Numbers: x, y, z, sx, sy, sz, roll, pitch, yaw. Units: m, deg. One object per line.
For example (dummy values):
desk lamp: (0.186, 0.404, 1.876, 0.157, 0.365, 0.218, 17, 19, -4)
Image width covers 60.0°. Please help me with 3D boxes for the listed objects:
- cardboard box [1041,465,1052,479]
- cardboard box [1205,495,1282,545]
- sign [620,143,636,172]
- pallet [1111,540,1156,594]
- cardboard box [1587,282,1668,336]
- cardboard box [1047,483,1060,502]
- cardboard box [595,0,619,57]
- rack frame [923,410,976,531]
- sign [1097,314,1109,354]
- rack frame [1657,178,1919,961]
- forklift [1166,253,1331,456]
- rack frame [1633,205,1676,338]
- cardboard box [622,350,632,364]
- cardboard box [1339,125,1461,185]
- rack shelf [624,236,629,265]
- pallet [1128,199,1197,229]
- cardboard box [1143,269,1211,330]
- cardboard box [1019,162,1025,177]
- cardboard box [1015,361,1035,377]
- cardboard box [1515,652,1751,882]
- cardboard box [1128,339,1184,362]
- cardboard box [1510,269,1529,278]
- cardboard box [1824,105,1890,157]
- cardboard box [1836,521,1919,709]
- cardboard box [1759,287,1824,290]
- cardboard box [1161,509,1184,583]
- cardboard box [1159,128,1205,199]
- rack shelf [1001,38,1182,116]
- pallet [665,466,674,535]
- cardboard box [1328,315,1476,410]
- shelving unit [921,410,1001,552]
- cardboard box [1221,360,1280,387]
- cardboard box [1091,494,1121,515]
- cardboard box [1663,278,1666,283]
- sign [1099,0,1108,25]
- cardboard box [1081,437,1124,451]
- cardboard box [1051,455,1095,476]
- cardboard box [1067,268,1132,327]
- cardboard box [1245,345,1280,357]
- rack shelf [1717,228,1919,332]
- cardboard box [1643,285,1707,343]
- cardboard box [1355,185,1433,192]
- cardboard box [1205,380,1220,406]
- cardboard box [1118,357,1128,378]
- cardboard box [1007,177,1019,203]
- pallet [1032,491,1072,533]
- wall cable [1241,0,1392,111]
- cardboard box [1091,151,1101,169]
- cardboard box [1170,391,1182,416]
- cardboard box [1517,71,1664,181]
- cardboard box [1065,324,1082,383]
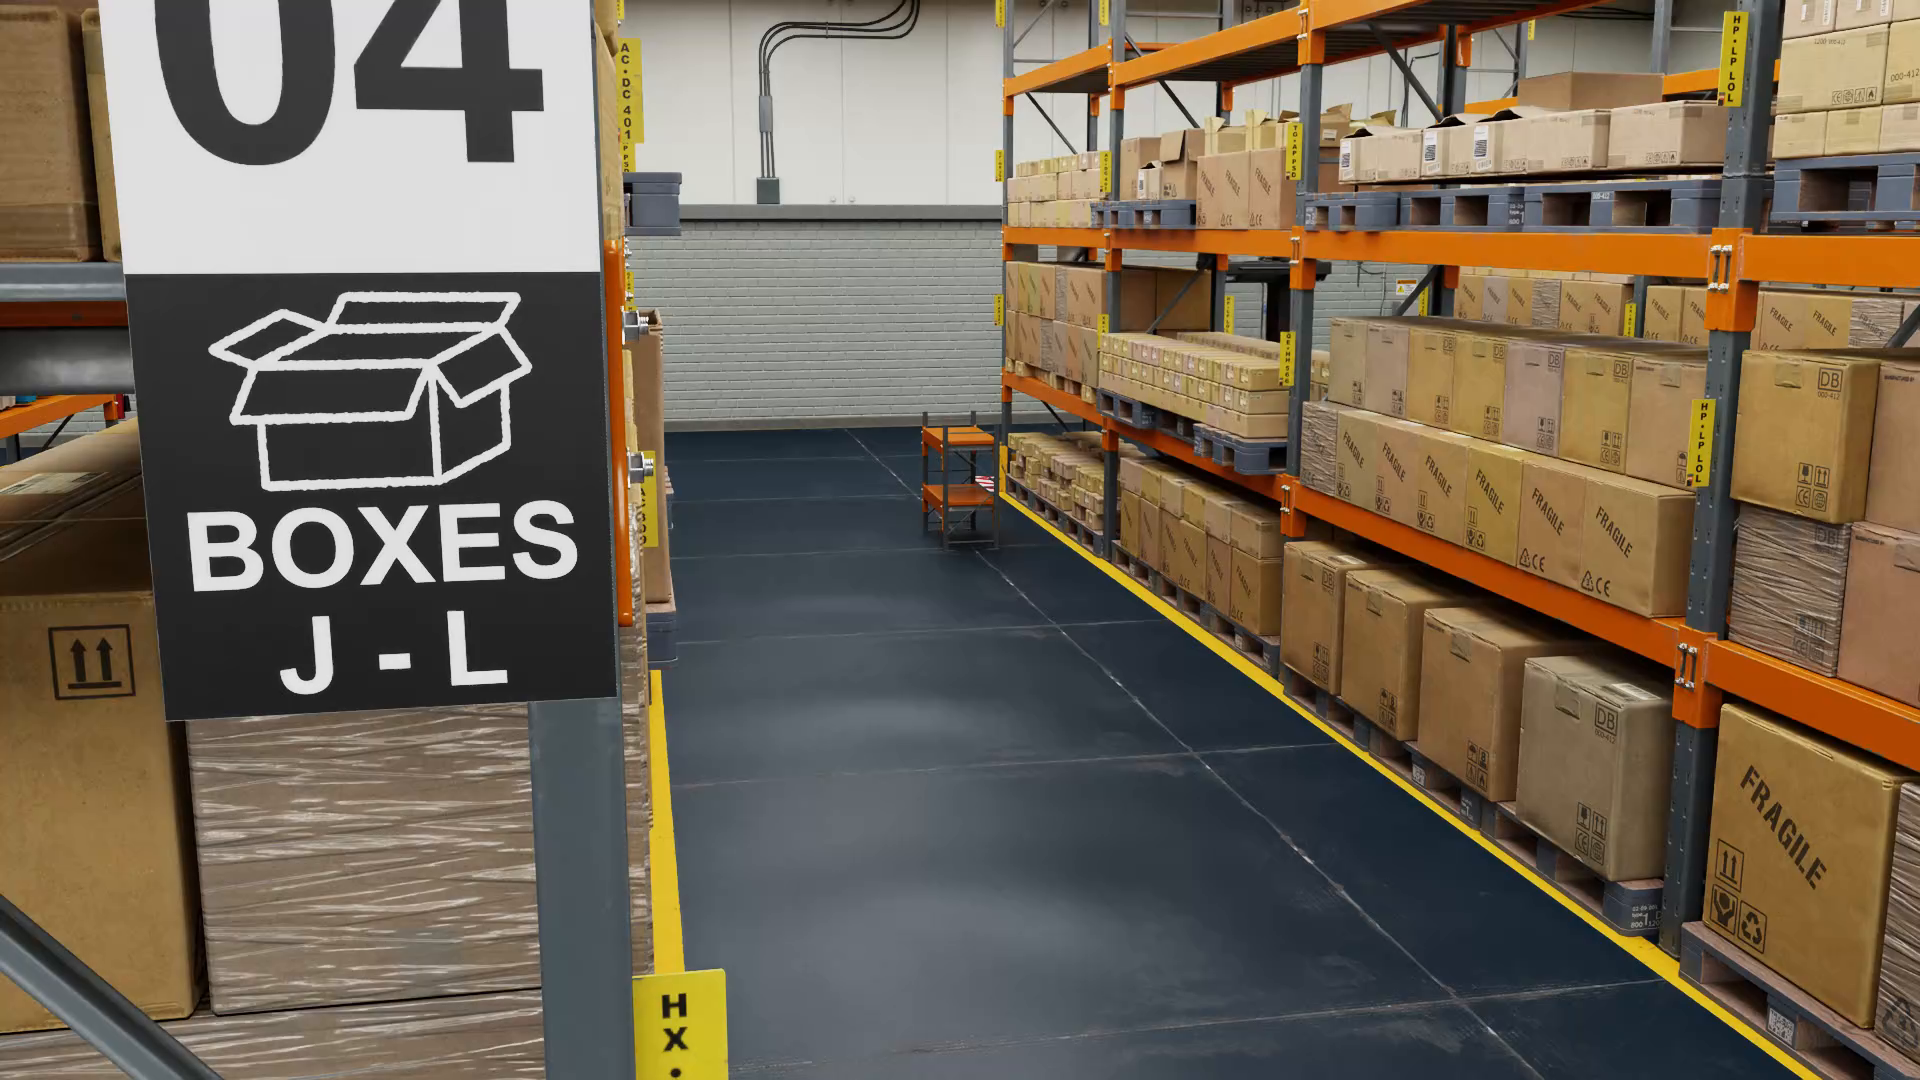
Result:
cardboard box: (1.023, -0.709, 16.605, 0.380, 0.149, 0.250, -3, 11, -14)
cardboard box: (2.009, -0.140, 11.467, 0.500, 0.250, 0.500, -2, 11, -10)
sign: (-1.844, -2.170, 9.172, 0.100, 0.325, 0.005, -2, 11, -11)
pallet: (1.883, 0.194, 13.615, 1.003, 0.211, 1.213, -2, 11, -11)
cardboard box: (6.204, -2.134, 15.446, 0.500, 0.500, 0.500, -2, 11, -11)
cardboard box: (1.055, -0.467, 16.132, 0.380, 0.149, 0.250, -2, 11, -11)
cardboard box: (-0.603, -0.662, 1.965, 0.380, 0.149, 0.250, -2, 11, -10)
rack frame: (-0.100, -0.647, 15.588, 0.500, 1.125, 0.032, -2, 11, -11)
sign: (1.200, -1.723, 13.912, 0.100, 0.325, 0.005, -2, 11, -11)
rack frame: (3.287, 0.148, 6.395, 1.000, 3.000, 0.127, -2, 11, -11)
forklift: (2.834, -1.619, 15.863, 1.130, 2.935, 3.031, -1, 11, -7)
rack frame: (6.566, -1.518, 15.147, 1.000, 3.000, 0.127, -2, 11, -11)
cardboard box: (-1.241, -0.304, 5.033, 0.500, 0.500, 0.500, -2, 11, -11)
cardboard box: (2.434, -2.130, 9.189, 0.500, 0.311, 0.500, -2, 11, -11)
rack shelf: (-2.765, -1.910, 11.113, 1.077, 0.370, 4.000, -2, 11, -11)
pallet: (1.951, -2.393, 12.227, 1.213, 0.211, 1.003, -2, 11, -11)
cardboard box: (1.882, -2.097, 14.455, 0.500, 0.500, 0.500, -2, 11, -10)
cardboard box: (0.805, -3.726, 16.728, 0.380, 0.149, 0.250, -2, 11, -11)
cardboard box: (0.784, -1.761, 17.100, 0.380, 0.149, 0.250, -2, 11, -13)
cardboard box: (3.078, 0.937, 7.147, 1.050, 0.750, 0.750, -2, 11, -11)
cardboard box: (1.510, -1.461, 12.809, 0.380, 0.149, 0.250, -2, 11, -12)
cardboard box: (5.846, -2.749, 16.941, 0.380, 0.149, 0.250, -2, 11, -12)
cardboard box: (3.076, -1.331, 5.425, 0.380, 0.149, 0.250, -2, 11, -11)
cardboard box: (3.499, 0.242, 5.502, 0.875, 0.550, 0.550, -2, 11, -11)
cardboard box: (7.008, -1.890, 14.165, 0.500, 0.500, 0.500, -2, 11, -10)
cardboard box: (1.834, 0.040, 12.524, 0.500, 0.500, 0.500, -2, 11, -10)
cardboard box: (1.902, -2.761, 12.261, 0.797, 0.503, 0.637, -2, 11, -12)
rack shelf: (1.342, -4.278, 15.538, 1.077, 0.370, 4.000, -2, 11, -11)
pallet: (-2.133, -0.202, 8.751, 1.213, 0.211, 1.003, -2, 11, -11)
cardboard box: (2.586, -1.043, 9.712, 0.700, 0.500, 0.500, -2, 11, -11)
shelving unit: (-0.001, -0.554, 15.098, 0.538, 1.125, 1.048, -2, 11, -11)
cardboard box: (1.917, -1.080, 10.805, 0.380, 0.149, 0.250, -2, 11, -12)
cardboard box: (1.358, -0.317, 14.546, 0.380, 0.149, 0.250, -2, 11, -10)
cardboard box: (6.694, -2.490, 15.581, 0.380, 0.149, 0.250, -2, 11, -10)
sign: (1.501, -5.553, 17.382, 0.100, 0.325, 0.005, -2, 11, -11)
cardboard box: (1.472, -0.972, 17.190, 0.380, 0.149, 0.250, -2, 11, -12)
cardboard box: (1.080, -0.709, 15.812, 0.380, 0.149, 0.250, -3, 11, -13)
cardboard box: (1.268, -2.176, 14.872, 0.500, 0.500, 0.500, -2, 11, -13)
cardboard box: (2.307, -1.339, 12.168, 0.380, 0.149, 0.250, -2, 11, -12)
rack shelf: (3.676, -0.605, 4.255, 1.077, 0.370, 4.000, -2, 11, -11)
cardboard box: (6.370, -1.967, 14.565, 0.500, 0.500, 0.500, -2, 11, -10)
cardboard box: (2.659, -2.222, 10.561, 0.500, 0.500, 0.500, -2, 11, -11)
cardboard box: (1.859, -0.985, 11.105, 0.380, 0.149, 0.250, -2, 11, -10)
cardboard box: (1.459, -1.364, 13.095, 0.380, 0.149, 0.250, -2, 11, -10)
cardboard box: (0.785, -3.606, 17.163, 0.500, 0.250, 0.500, -2, 11, -10)
pallet: (1.325, -0.295, 16.183, 1.003, 0.211, 1.213, -2, 11, -11)
wall cable: (5.144, -6.258, 24.009, 2.355, 3.000, 0.029, -2, 11, -11)
cardboard box: (1.340, -3.256, 14.256, 0.380, 0.149, 0.250, -2, 11, -10)
cardboard box: (1.717, -0.977, 11.858, 0.380, 0.149, 0.250, -2, 11, -9)
cardboard box: (3.121, -2.055, 8.290, 0.500, 0.500, 0.500, -2, 11, -11)
cardboard box: (1.260, -1.688, 14.980, 0.500, 0.500, 0.500, -2, 11, -13)
